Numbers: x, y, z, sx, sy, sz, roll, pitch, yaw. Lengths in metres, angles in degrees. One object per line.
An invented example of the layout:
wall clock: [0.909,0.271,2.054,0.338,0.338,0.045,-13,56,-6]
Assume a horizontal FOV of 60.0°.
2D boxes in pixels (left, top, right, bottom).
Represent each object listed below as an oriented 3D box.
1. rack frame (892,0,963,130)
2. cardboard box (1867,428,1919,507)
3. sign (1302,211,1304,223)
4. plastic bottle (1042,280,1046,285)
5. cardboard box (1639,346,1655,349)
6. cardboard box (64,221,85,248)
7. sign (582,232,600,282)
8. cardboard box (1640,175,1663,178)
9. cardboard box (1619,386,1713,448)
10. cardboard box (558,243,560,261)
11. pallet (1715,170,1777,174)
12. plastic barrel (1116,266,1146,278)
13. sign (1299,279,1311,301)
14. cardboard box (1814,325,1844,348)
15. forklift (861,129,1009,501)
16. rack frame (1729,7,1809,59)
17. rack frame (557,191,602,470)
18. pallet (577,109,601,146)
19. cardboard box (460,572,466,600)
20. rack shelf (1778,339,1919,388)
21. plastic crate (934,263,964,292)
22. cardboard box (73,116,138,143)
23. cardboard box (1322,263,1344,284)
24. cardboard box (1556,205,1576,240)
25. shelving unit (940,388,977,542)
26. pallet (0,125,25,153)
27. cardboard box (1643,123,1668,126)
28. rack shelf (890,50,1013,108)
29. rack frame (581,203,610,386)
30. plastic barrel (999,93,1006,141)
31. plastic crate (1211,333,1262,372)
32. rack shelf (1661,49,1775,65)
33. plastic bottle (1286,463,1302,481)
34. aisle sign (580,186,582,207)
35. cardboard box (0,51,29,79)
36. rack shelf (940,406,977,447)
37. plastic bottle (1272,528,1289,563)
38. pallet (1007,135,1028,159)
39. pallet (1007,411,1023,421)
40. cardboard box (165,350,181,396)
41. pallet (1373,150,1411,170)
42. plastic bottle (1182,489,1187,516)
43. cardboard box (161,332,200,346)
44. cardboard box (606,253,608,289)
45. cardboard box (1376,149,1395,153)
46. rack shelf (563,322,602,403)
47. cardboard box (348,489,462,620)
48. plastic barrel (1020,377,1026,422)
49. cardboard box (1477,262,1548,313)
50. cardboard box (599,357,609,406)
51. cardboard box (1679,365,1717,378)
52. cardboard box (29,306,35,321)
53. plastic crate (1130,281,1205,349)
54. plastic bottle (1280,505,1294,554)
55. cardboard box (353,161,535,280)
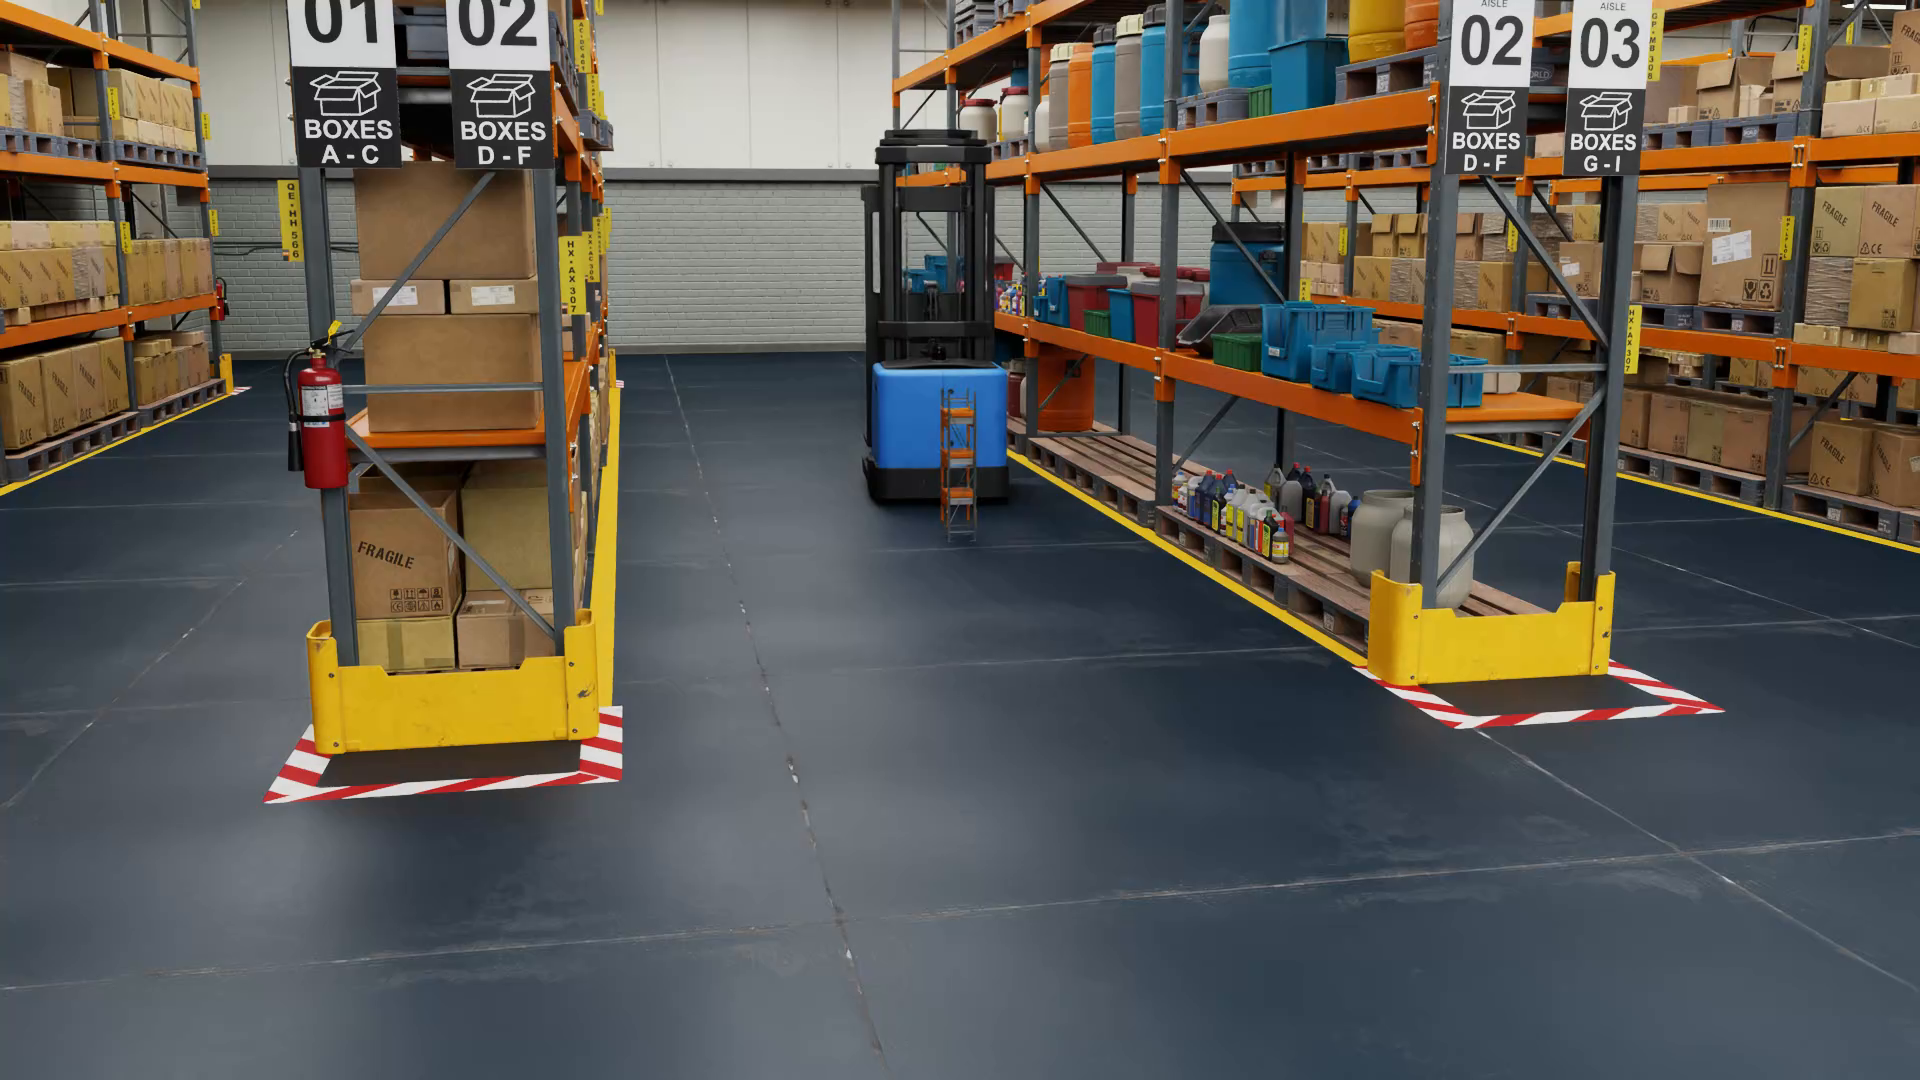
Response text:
rack frame: [-0.428,-6.691,22.784,1.000,3.000,0.127,-2,11,-11]
cardboard box: [6.921,-0.522,11.979,0.500,0.500,0.500,1,11,7]
sign: [4.965,-4.627,24.251,0.100,0.325,0.005,-2,11,-11]
plastic bottle: [0.939,-2.705,18.217,0.152,0.276,0.135,-2,11,-11]
cardboard box: [9.507,-2.694,22.737,0.380,0.149,0.250,-3,11,-14]
cardboard box: [-8.837,-2.960,16.101,0.500,0.250,0.500,-2,11,-10]
sign: [-2.410,-1.848,10.858,0.100,0.325,0.005,-2,11,-11]
cardboard box: [9.548,-5.018,22.415,0.500,0.250,0.500,-2,11,-12]
cardboard box: [6.373,-1.118,15.056,0.700,0.500,0.500,-1,11,-6]
cardboard box: [-3.965,-2.464,15.230,0.700,0.500,0.500,-6,12,-30]
pallet: [10.109,-4.617,20.409,1.213,0.211,1.003,-2,11,-11]
plastic barrel: [1.537,-2.151,14.675,0.421,0.512,0.421,0,11,0]
sign: [2.447,-1.697,11.850,0.100,0.325,0.005,-2,11,-11]
cardboard box: [6.547,-1.503,12.244,0.380,0.149,0.250,-2,11,-11]
forklift: [-0.278,-1.979,14.255,1.130,2.935,3.031,-1,11,-6]
rack frame: [10.093,-6.299,20.726,1.000,3.000,0.127,-2,11,-11]
rack frame: [-3.732,-2.097,14.693,1.000,3.000,0.127,-2,11,-11]
pallet: [-3.292,-3.152,12.717,1.003,0.211,1.213,-2,11,-8]
cardboard box: [-2.679,0.335,8.142,0.500,0.250,0.500,-2,11,-11]
rack shelf: [7.153,-1.003,10.868,1.077,0.370,4.000,-2,11,-11]
plastic crate: [-0.076,-3.105,19.871,0.392,0.384,0.575,-2,11,-11]
cardboard box: [-9.244,-4.442,17.999,0.500,0.250,0.500,-2,11,-11]
cardboard box: [4.865,-3.334,20.799,0.500,0.250,0.500,-2,11,-12]
cardboard box: [9.142,-4.680,24.528,0.500,0.500,0.500,-2,11,-11]
shelving unit: [-0.010,-0.526,11.650,0.215,1.050,0.252,-2,11,-11]
pallet: [-8.767,-3.413,14.091,1.213,0.211,1.003,-2,11,-8]
cardboard box: [6.037,-3.573,14.826,0.500,0.250,0.500,-2,11,-10]
rack shelf: [-0.039,-5.774,20.962,1.077,0.370,4.000,-2,11,-11]
rack frame: [-5.288,-3.565,22.402,1.000,3.000,0.127,-2,11,-11]
plastic barrel: [0.726,-4.623,18.313,0.600,0.588,0.600,0,11,0]
plastic crate: [1.893,-1.180,10.440,0.450,0.188,0.662,-2,11,-11]
rack shelf: [9.704,-6.311,22.721,1.077,0.370,4.000,-2,11,-11]
plastic bottle: [2.314,-0.350,11.423,0.144,0.351,0.185,-2,11,-13]
aisle sign: [-5.000,-4.865,22.284,0.394,0.787,0.004,-2,11,-11]
cardboard box: [-9.204,-4.490,15.795,0.500,0.250,0.500,-2,11,-13]
rack shelf: [-0.010,-0.794,11.599,0.215,0.259,0.240,-2,11,-11]
plastic bottle: [1.896,0.028,9.834,0.097,0.201,0.097,0,11,0]
pallet: [1.075,-3.801,16.129,1.003,0.211,1.213,-2,11,-11]
pallet: [0.700,-1.273,17.822,1.003,0.211,1.213,-2,11,-11]
cardboard box: [-9.605,-1.956,19.512,0.700,0.500,0.500,-2,11,-10]
pallet: [5.435,-4.404,19.300,0.805,0.209,1.217,-3,11,-13]
plastic bottle: [1.577,-0.273,11.416,0.097,0.201,0.097,0,11,0]
cardboard box: [-9.658,-2.492,20.596,0.380,0.149,0.250,-2,11,-9]
cardboard box: [-4.934,-3.541,22.013,0.500,0.500,0.500,-2,11,-9]
cardboard box: [5.331,-4.813,19.551,0.700,0.500,0.500,-2,11,-10]
rack shelf: [-3.343,-1.377,12.834,1.077,0.370,4.000,-2,11,-11]
cardboard box: [-2.572,0.058,7.592,0.500,0.500,0.500,-2,11,-11]
plastic barrel: [0.818,-1.450,16.825,0.421,0.512,0.421,0,11,0]
cardboard box: [5.647,-2.588,17.001,0.500,0.500,0.500,-2,11,-9]
cardboard box: [-4.133,-1.739,18.320,0.500,0.500,0.500,-2,11,-11]
cardboard box: [9.683,-2.218,21.827,0.380,0.149,0.250,-2,11,-10]
cardboard box: [-8.665,-2.059,15.111,0.380,0.149,0.250,-2,11,-10]
plastic crate: [1.511,-1.652,12.184,0.402,0.464,0.583,-2,11,-11]
plastic bottle: [1.979,-0.063,10.095,0.061,0.283,0.133,-2,11,-11]
cardboard box: [-2.264,-1.412,7.357,0.700,0.500,0.500,-2,11,-11]
